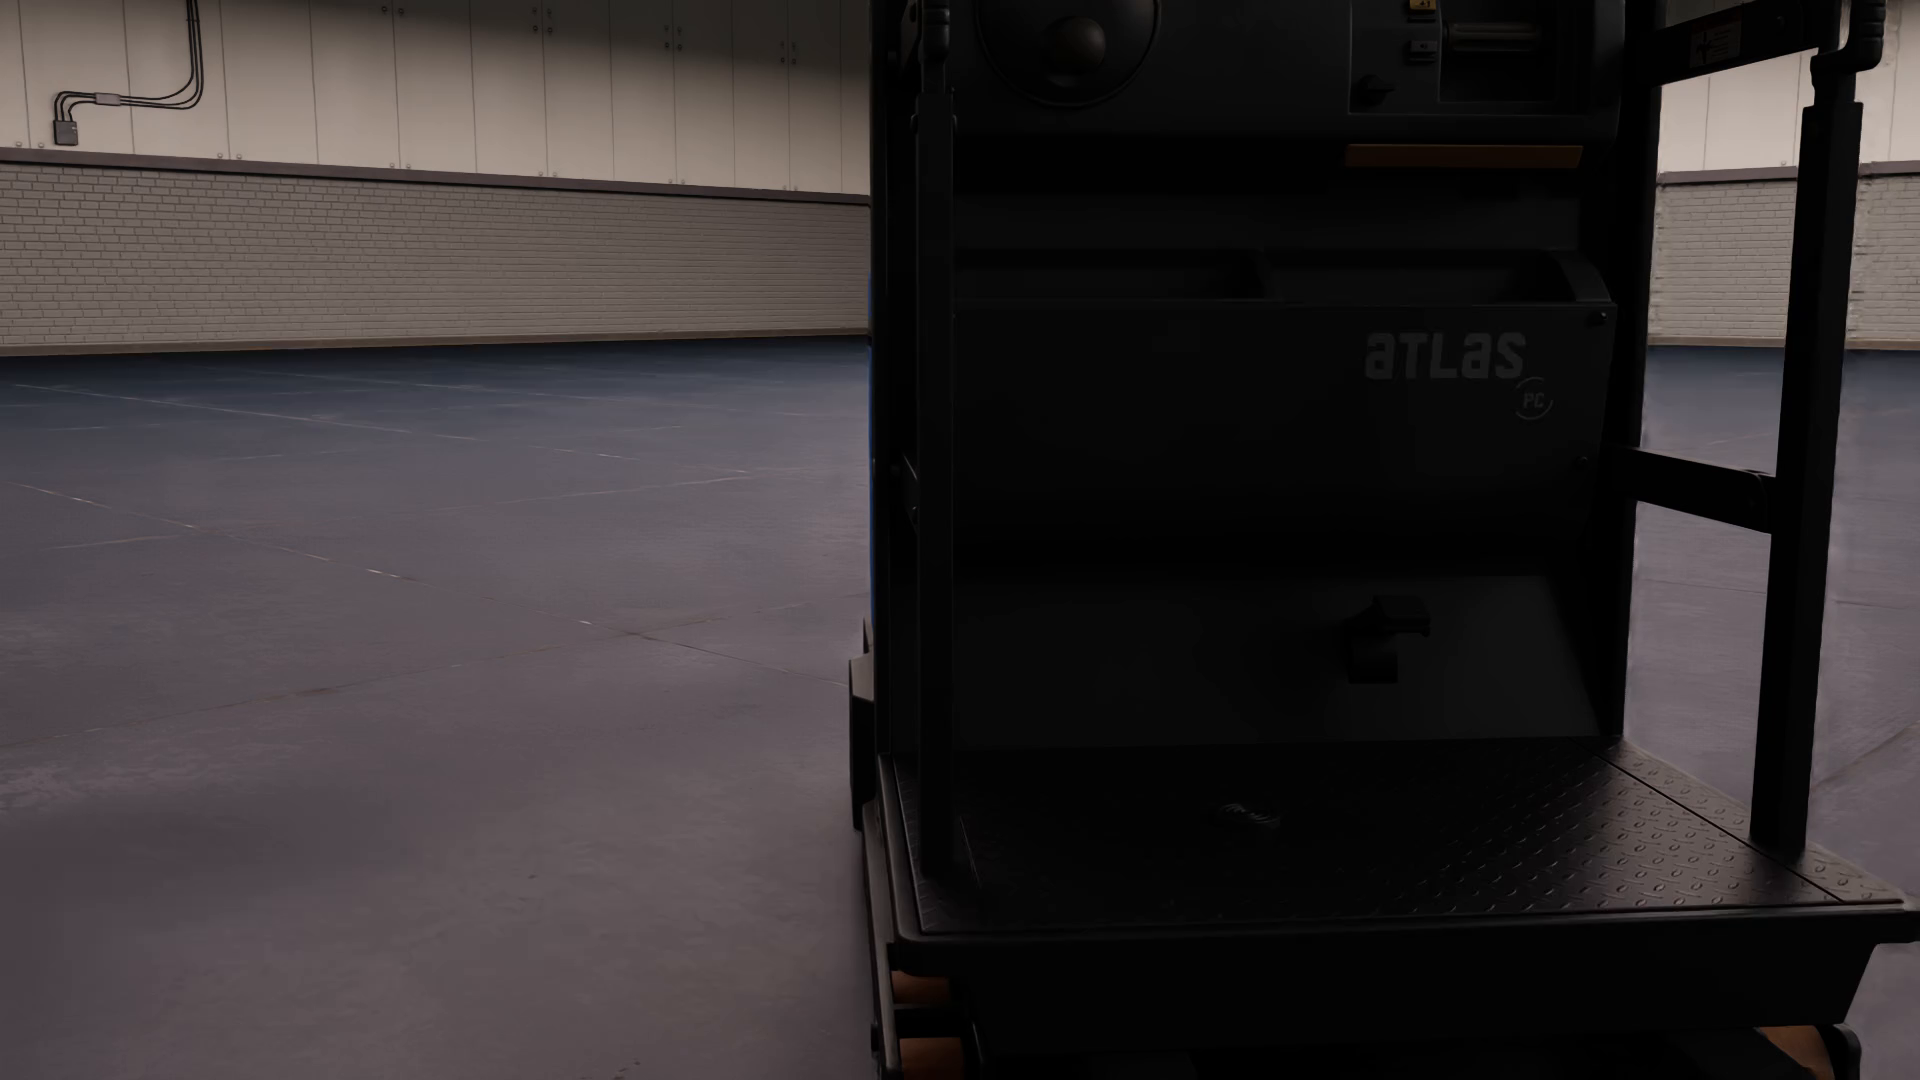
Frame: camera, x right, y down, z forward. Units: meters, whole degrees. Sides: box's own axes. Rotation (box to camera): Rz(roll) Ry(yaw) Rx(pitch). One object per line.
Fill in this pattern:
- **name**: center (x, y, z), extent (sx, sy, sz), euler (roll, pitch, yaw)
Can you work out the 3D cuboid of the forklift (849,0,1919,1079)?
- **forklift**: center (0.441, -0.772, 2.002), extent (1.130, 2.935, 3.031), euler (-1, 9, -5)
